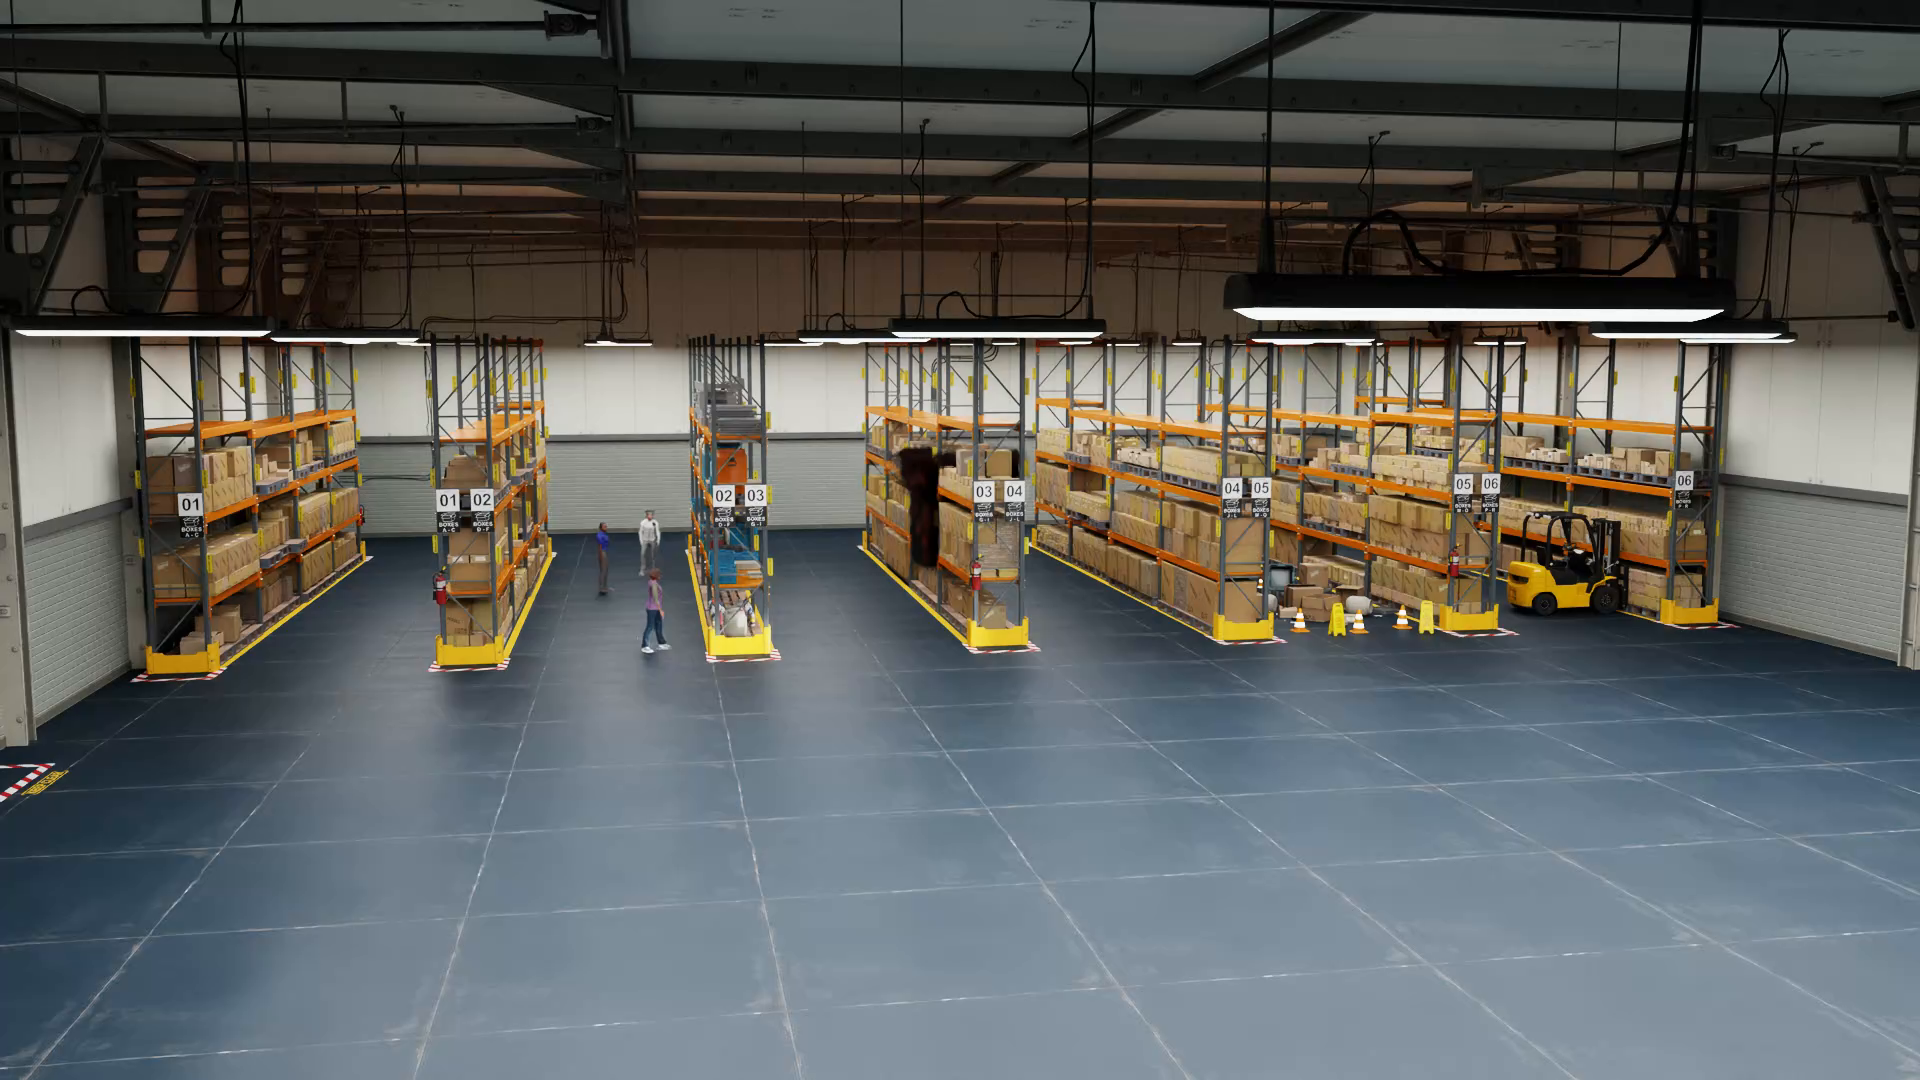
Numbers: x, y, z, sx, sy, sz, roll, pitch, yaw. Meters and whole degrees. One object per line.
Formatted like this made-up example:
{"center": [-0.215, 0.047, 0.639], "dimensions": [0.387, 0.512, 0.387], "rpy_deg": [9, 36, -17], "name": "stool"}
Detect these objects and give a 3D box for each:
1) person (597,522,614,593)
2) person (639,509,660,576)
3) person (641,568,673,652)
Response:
{"center": [-8.384, 0.412, 39.309], "dimensions": [0.355, 1.690, 0.534], "rpy_deg": [-1, 7, -8], "name": "person"}
{"center": [-7.916, 0.047, 42.388], "dimensions": [0.585, 1.673, 0.822], "rpy_deg": [1, 7, 11], "name": "person"}
{"center": [-5.777, 1.344, 31.561], "dimensions": [0.552, 1.569, 0.556], "rpy_deg": [0, 7, -2], "name": "person"}
